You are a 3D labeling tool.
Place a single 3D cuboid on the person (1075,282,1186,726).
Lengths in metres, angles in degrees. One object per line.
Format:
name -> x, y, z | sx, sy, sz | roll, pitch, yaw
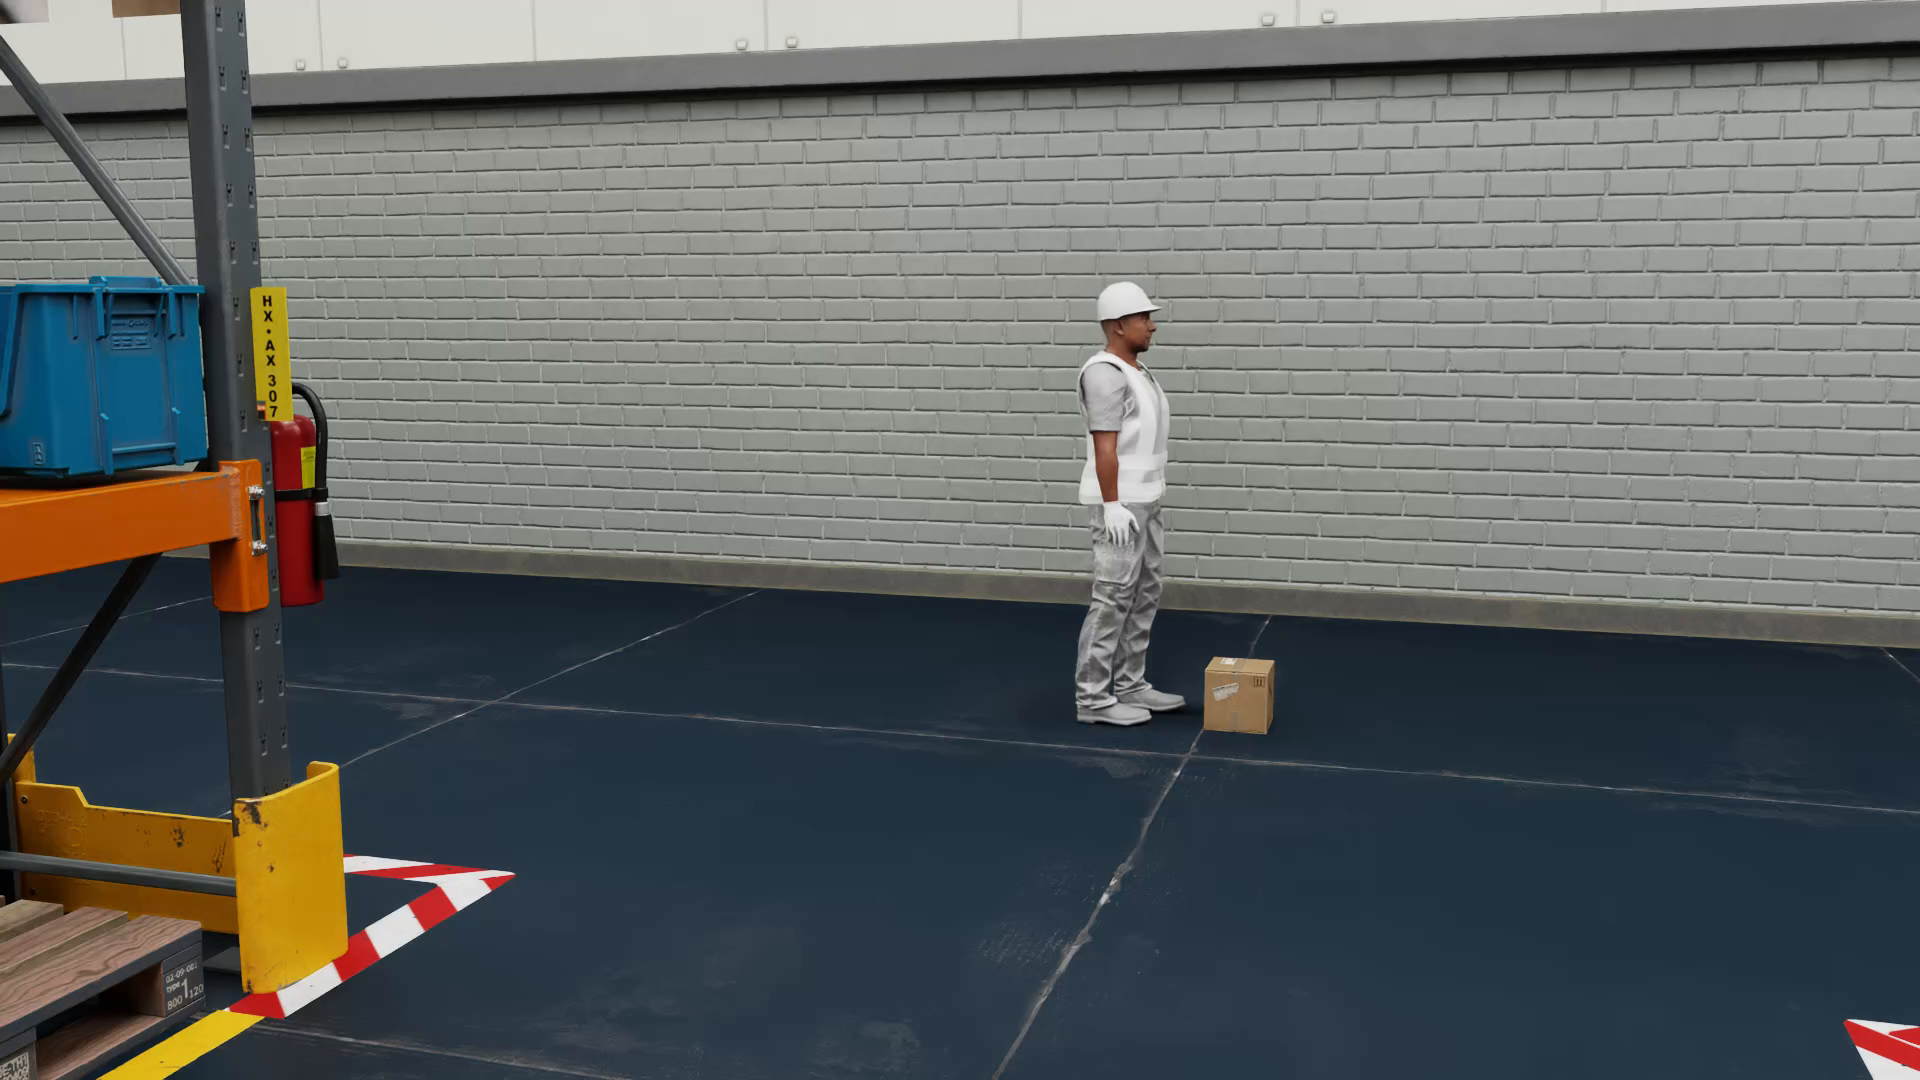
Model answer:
person -> 0.706, -0.148, 6.783 | 0.419, 1.786, 0.541 | 3, 9, 18
